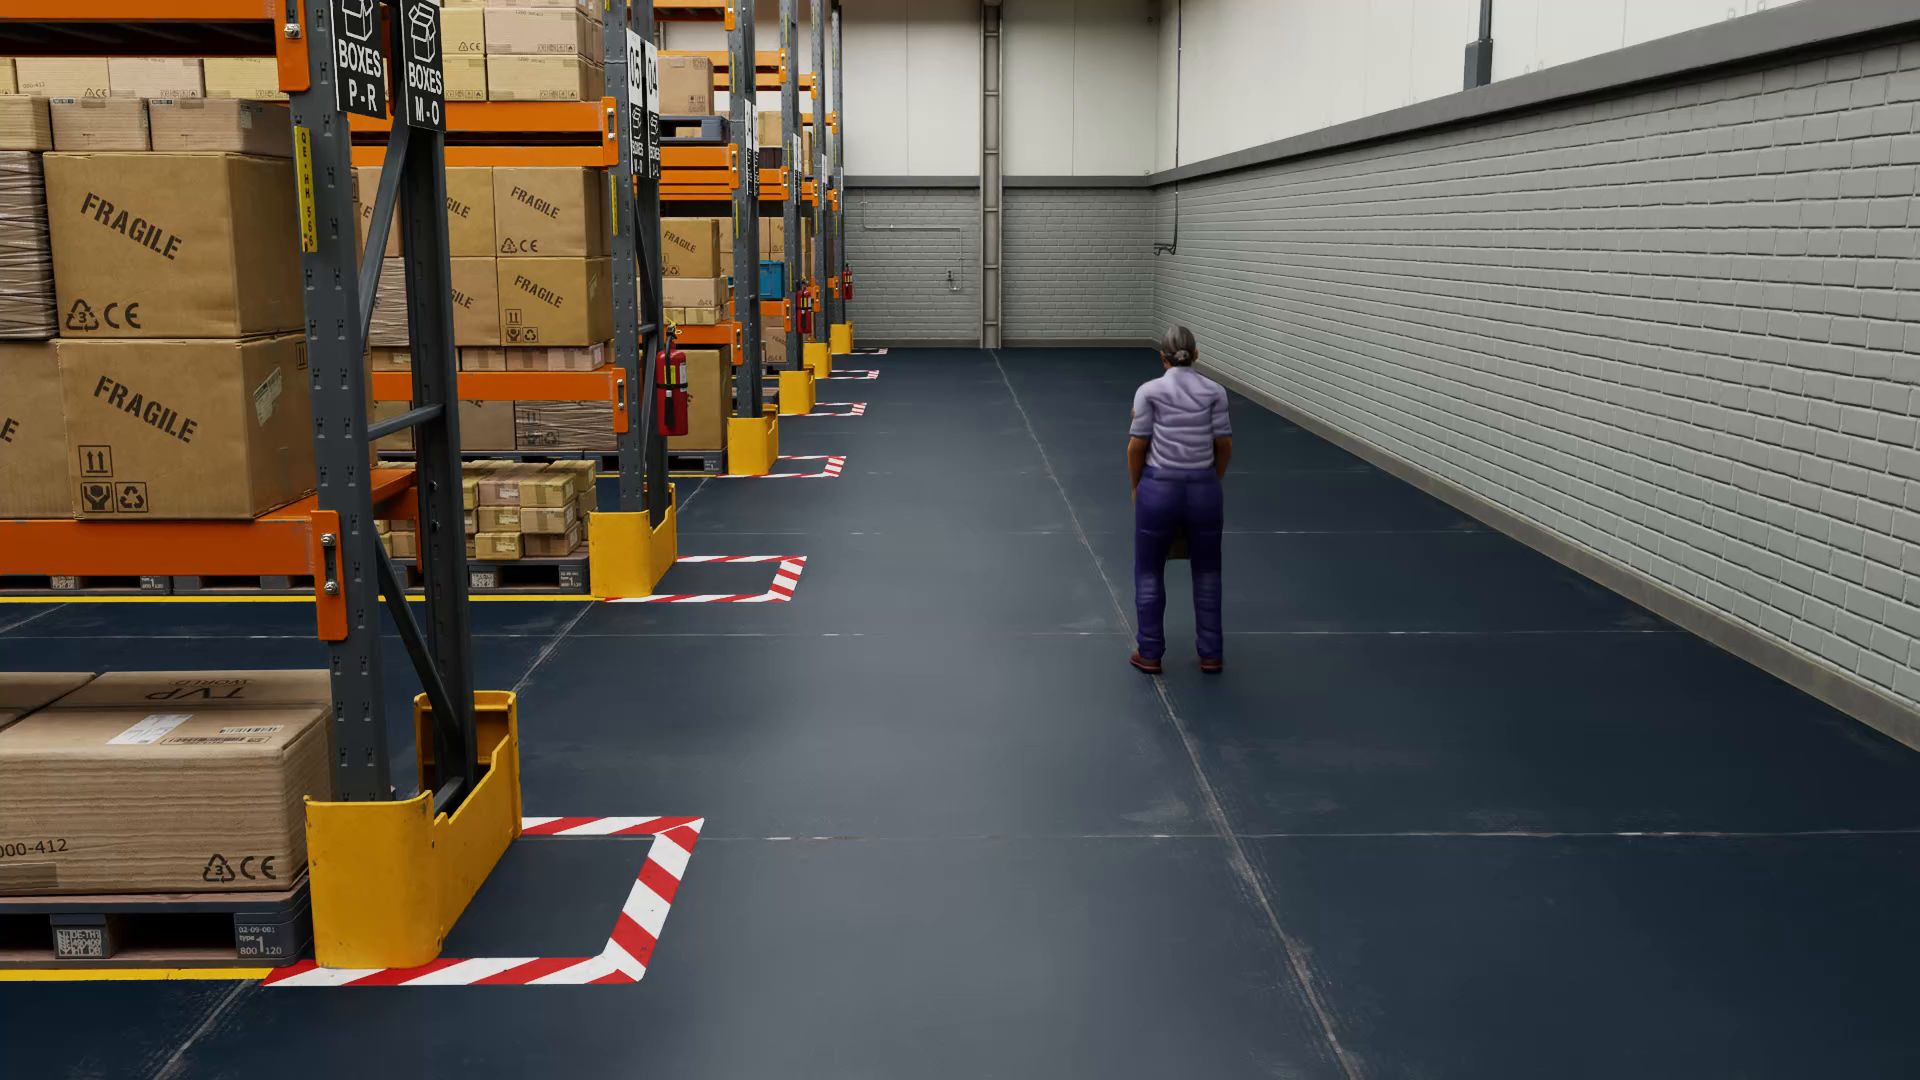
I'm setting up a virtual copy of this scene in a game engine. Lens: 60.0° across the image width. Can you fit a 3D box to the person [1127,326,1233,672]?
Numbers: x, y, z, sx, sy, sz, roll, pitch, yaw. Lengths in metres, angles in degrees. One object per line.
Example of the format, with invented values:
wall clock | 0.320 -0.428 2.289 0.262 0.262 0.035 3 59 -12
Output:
person | 1.050 -0.183 7.954 0.519 1.643 0.372 0 10 -2
